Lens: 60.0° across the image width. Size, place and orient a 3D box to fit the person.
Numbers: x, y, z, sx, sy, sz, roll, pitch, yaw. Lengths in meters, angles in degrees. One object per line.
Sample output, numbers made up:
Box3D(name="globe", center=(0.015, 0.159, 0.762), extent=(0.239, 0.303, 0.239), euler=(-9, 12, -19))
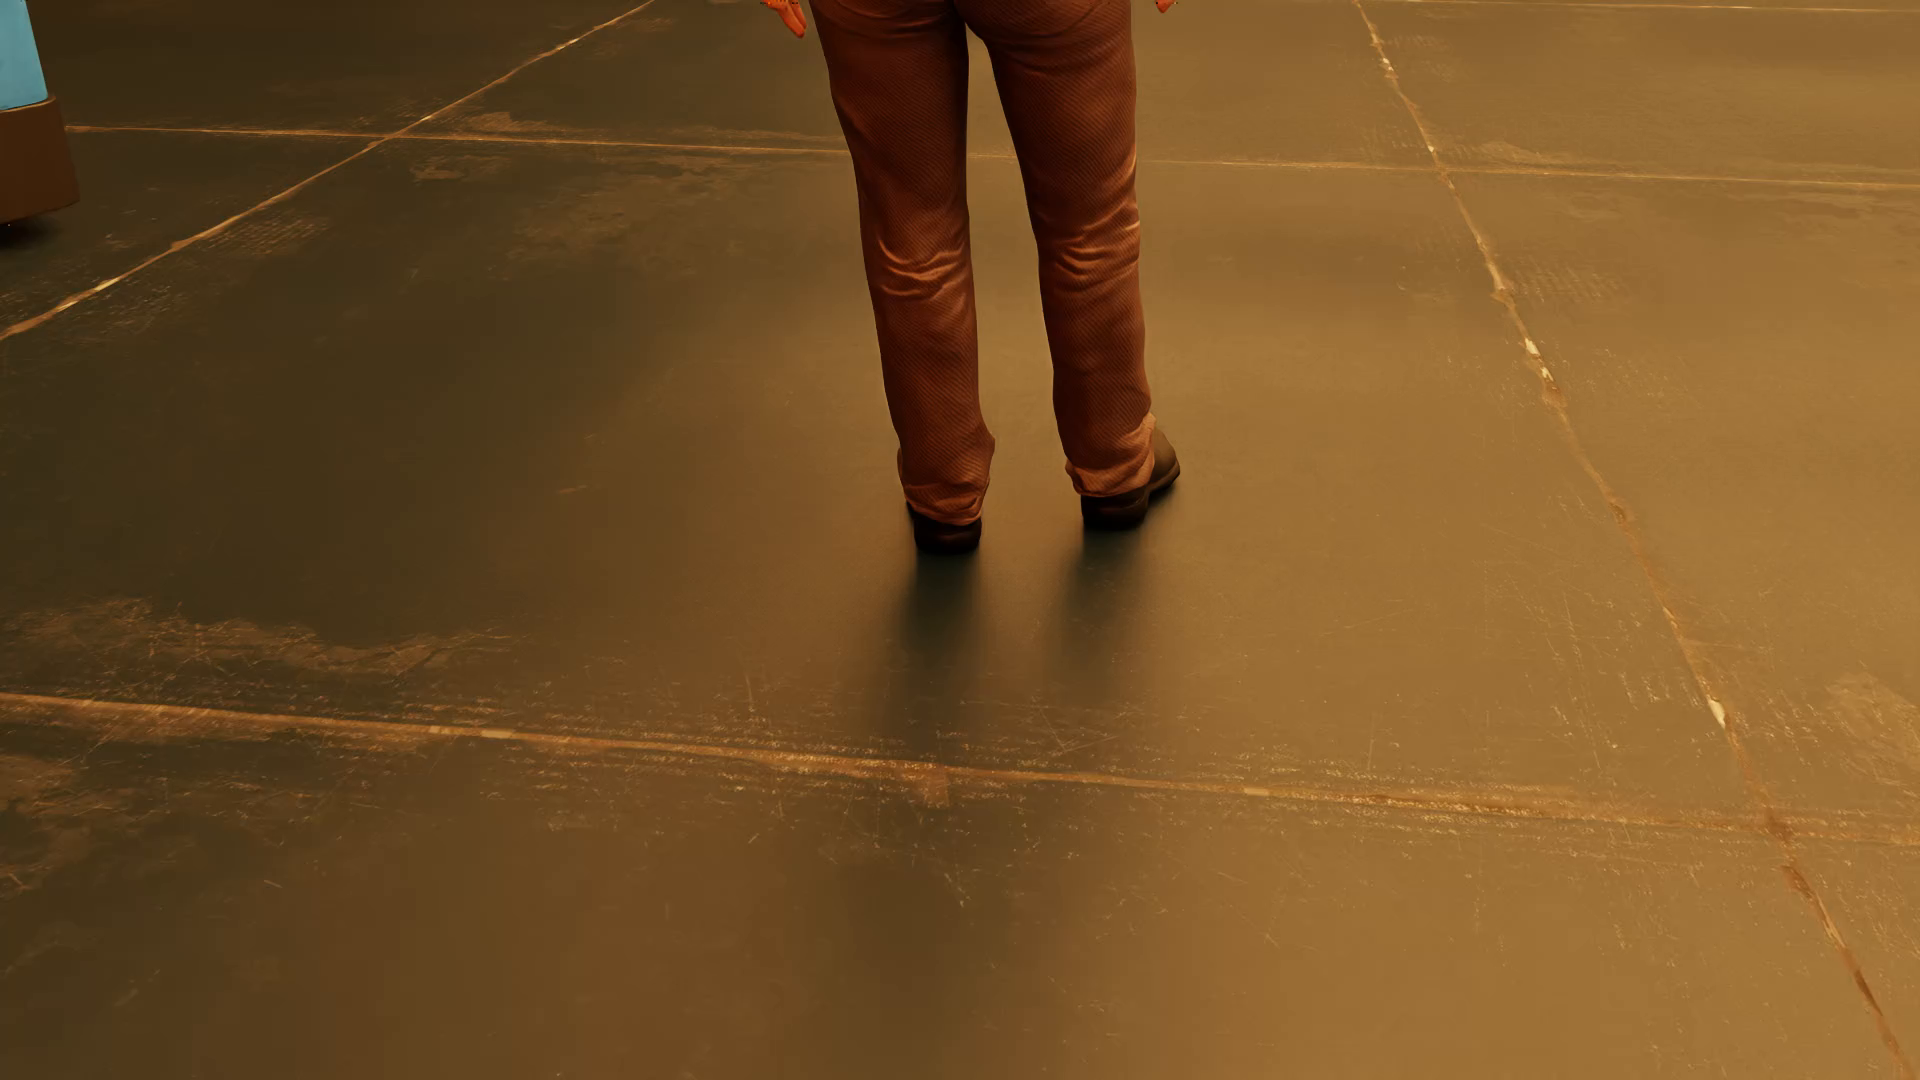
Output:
Box3D(name="person", center=(0.016, -0.804, 2.168), extent=(0.633, 1.722, 0.566), euler=(3, 27, 7))

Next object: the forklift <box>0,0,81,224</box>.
Box3D(name="forklift", center=(-3.634, -2.183, 3.592), extent=(3.031, 2.935, 1.130), euler=(14, 30, 26))
